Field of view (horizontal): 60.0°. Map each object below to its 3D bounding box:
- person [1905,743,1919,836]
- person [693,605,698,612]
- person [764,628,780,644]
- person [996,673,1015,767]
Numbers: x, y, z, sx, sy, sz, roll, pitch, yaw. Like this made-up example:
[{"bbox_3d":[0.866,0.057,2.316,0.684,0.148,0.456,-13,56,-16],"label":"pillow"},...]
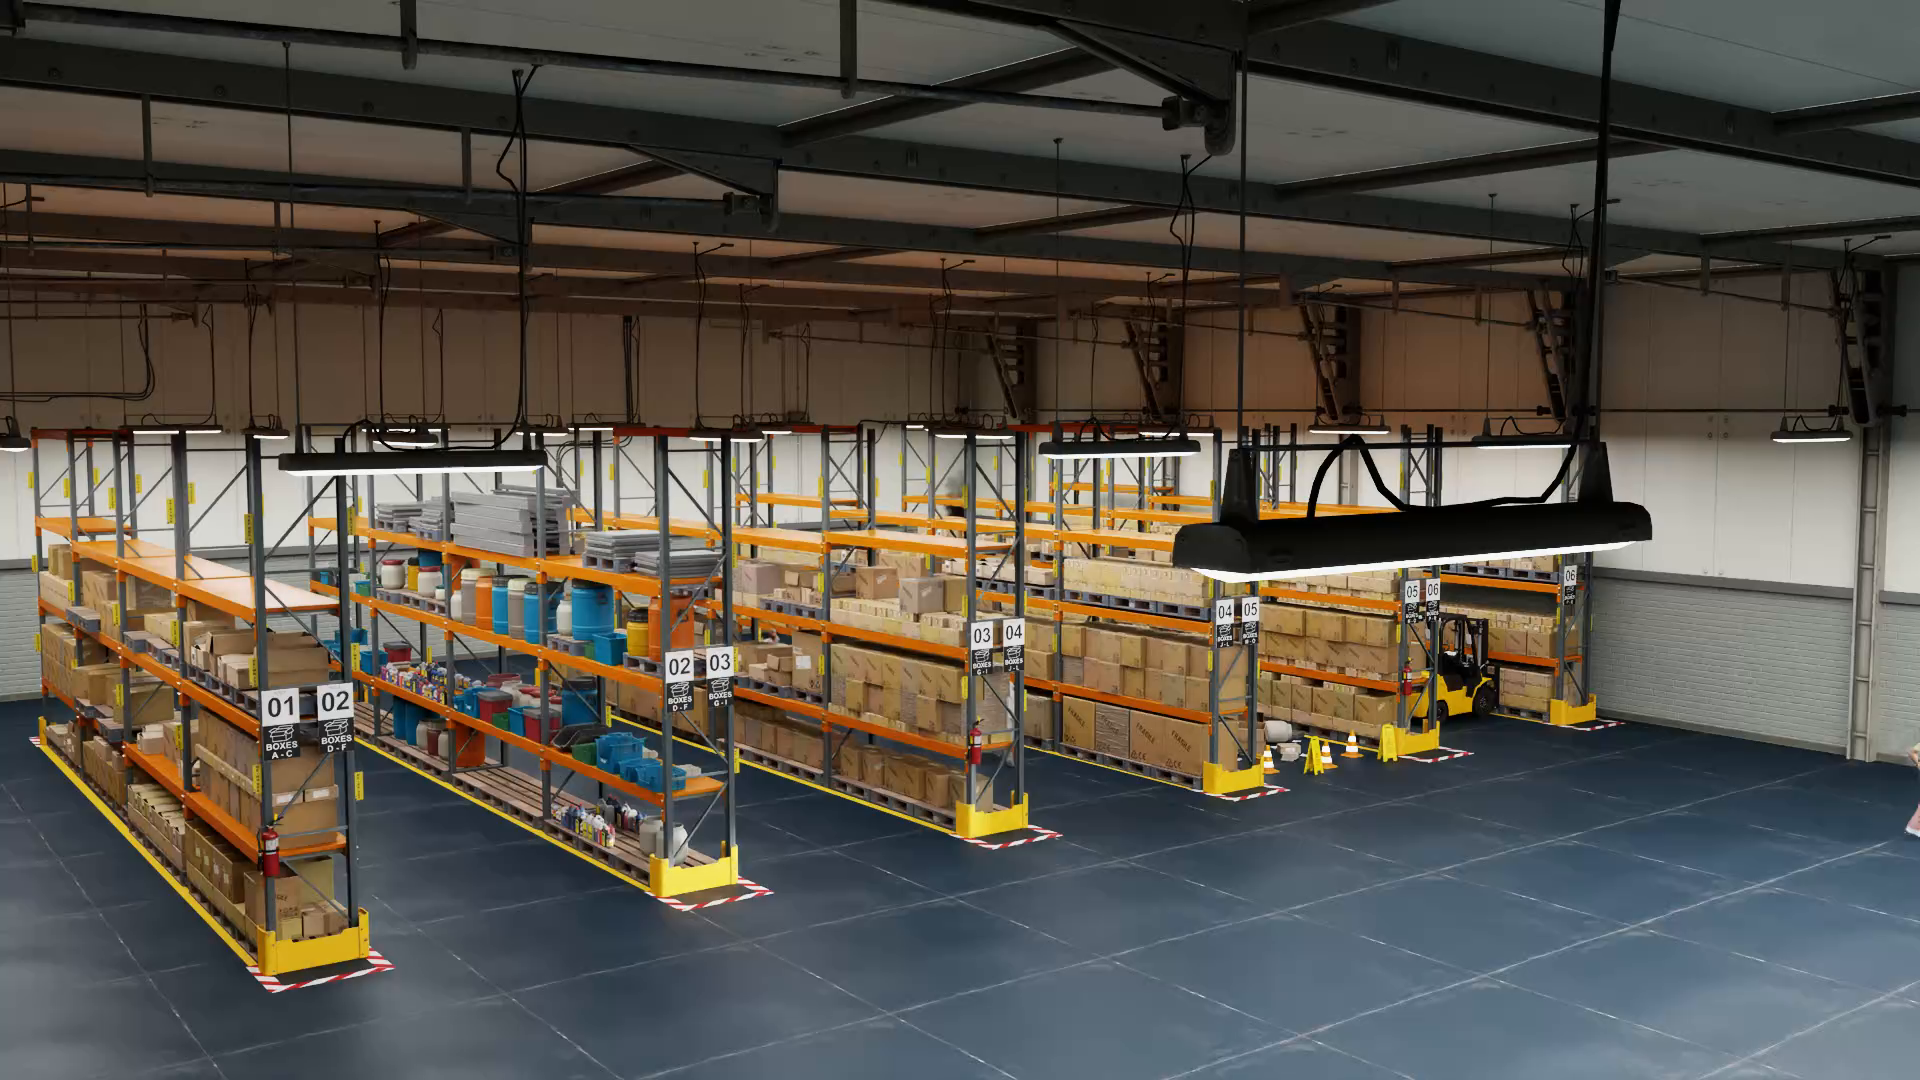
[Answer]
[{"bbox_3d":[14.316,3.561,24.437,0.788,1.702,0.573,0,4,4],"label":"person"},{"bbox_3d":[-6.345,2.380,39.344,0.745,1.759,0.635,0,4,1],"label":"person"},{"bbox_3d":[-4.158,2.695,36.765,0.575,1.556,0.652,-4,6,-41],"label":"person"},{"bbox_3d":[0.815,3.130,29.633,0.675,1.747,0.809,-4,6,-42],"label":"person"}]
